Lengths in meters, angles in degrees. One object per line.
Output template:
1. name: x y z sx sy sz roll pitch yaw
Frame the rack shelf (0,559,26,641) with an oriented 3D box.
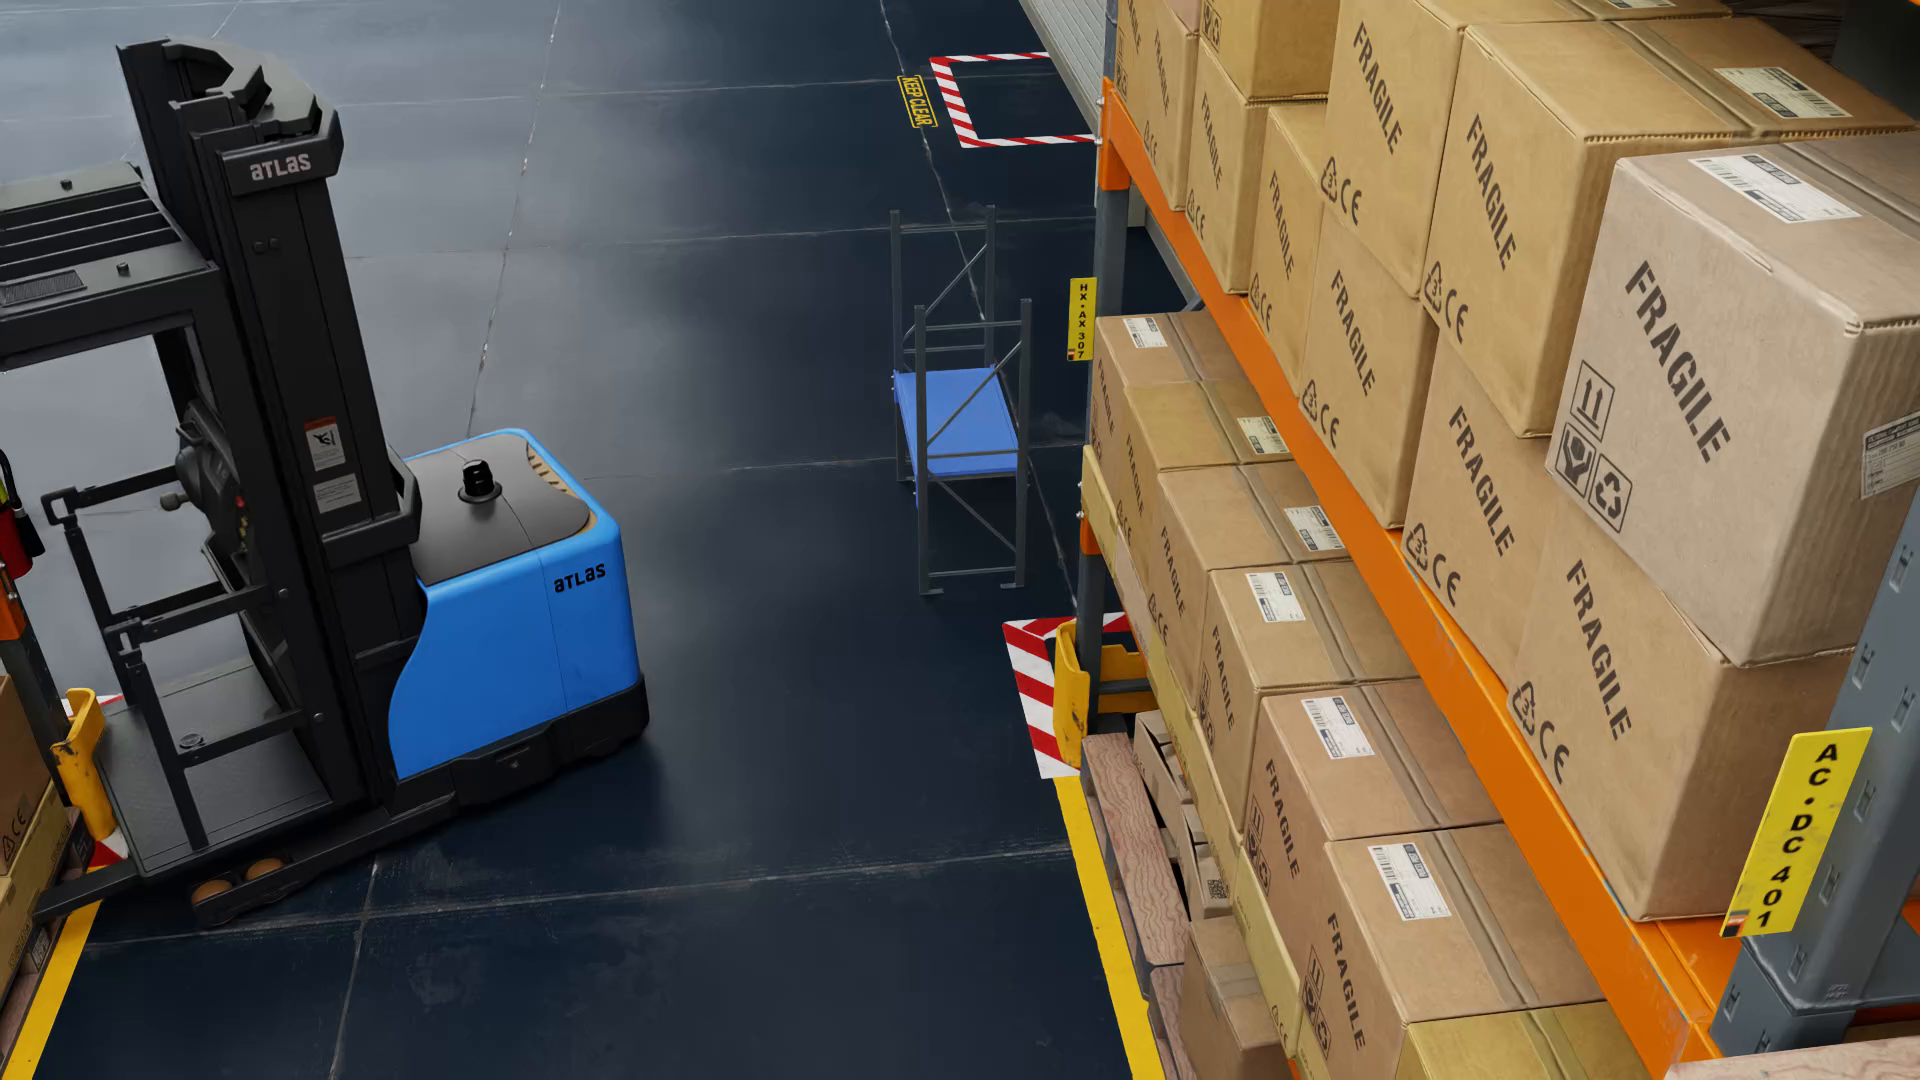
1. rack shelf: -3.660 1.315 4.296 1.077 0.370 4.000 -4 35 -6

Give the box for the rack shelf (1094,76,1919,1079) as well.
1. rack shelf: 1.248 -0.302 4.004 1.077 0.370 4.000 -4 35 -6

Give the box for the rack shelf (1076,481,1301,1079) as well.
1. rack shelf: 1.248 0.938 4.849 1.077 0.370 4.000 -4 35 -6

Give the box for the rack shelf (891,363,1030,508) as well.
1. rack shelf: -0.011 -0.519 7.999 0.538 0.185 1.000 -4 35 -6

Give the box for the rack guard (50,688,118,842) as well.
1. rack guard: -3.932 0.921 6.454 1.175 0.500 0.348 -4 35 -6

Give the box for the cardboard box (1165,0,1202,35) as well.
1. cardboard box: 0.808 -1.661 4.365 0.500 0.500 0.500 -5 35 -7

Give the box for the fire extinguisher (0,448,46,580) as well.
1. fire extinguisher: -3.484 -0.167 5.901 0.296 0.674 0.183 -4 35 -6

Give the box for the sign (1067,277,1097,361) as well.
1. sign: 0.442 -0.792 5.980 0.100 0.325 0.005 -4 35 -6

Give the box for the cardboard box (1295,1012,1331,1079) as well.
1. cardboard box: 1.094 1.290 3.809 0.500 0.250 0.500 -4 35 -6

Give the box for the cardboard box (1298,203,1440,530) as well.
1. cardboard box: 1.037 -0.385 3.381 0.500 0.500 0.500 -6 35 -8

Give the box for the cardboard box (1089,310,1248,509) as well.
1. cardboard box: 0.746 -0.443 5.685 0.500 0.500 0.500 -4 35 -6

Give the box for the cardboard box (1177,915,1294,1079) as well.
1. cardboard box: 1.109 1.500 5.215 0.700 0.500 0.500 -6 35 -9

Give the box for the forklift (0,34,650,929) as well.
1. forklift: -2.807 -0.125 5.831 3.031 2.935 1.130 -22 40 -28

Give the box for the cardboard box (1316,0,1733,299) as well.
1. cardboard box: 1.016 -0.800 3.103 0.500 0.500 0.500 -6 35 -8

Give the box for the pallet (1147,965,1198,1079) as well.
1. pallet: 1.225 1.854 5.341 1.003 0.211 1.213 -4 35 -6

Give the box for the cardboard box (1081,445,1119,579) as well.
1. cardboard box: 0.730 -0.126 5.886 0.500 0.250 0.500 -5 35 -8

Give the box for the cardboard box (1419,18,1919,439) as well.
1. cardboard box: 1.097 -0.511 2.679 0.500 0.500 0.500 -3 34 -4

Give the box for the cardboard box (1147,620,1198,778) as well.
1. cardboard box: 0.877 0.448 5.045 0.500 0.250 0.500 -5 35 -7

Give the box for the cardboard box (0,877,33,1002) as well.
1. cardboard box: -3.485 1.419 5.572 0.500 0.250 0.500 -4 35 -6

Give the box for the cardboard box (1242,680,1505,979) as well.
1. cardboard box: 1.017 0.700 4.009 0.500 0.500 0.500 -5 35 -8

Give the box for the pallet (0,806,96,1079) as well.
1. pallet: -3.785 1.477 5.894 1.003 0.211 1.213 -4 35 -6

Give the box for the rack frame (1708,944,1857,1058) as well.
1. rack frame: 1.517 1.757 3.009 1.000 3.000 0.127 -4 35 -6

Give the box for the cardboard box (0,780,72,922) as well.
1. cardboard box: -3.564 1.141 5.980 0.500 0.250 0.500 -4 35 -6

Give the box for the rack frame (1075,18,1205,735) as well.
1. rack frame: 0.979 -0.476 6.284 1.000 3.000 0.127 -4 35 -6

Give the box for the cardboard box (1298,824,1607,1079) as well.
1. cardboard box: 1.074 0.982 3.595 0.500 0.500 0.500 -5 35 -7

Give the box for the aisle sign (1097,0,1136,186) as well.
1. aisle sign: 0.672 -1.567 5.578 0.394 0.787 0.004 -4 35 -6

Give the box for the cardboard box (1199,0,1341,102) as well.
1. cardboard box: 0.888 -1.376 3.947 0.500 0.500 0.500 -3 34 -5

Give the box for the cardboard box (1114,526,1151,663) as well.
1. cardboard box: 0.814 0.163 5.462 0.500 0.250 0.500 -5 35 -8

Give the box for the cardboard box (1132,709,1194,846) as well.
1. cardboard box: 0.983 0.847 6.341 0.500 0.311 0.500 -8 35 -12

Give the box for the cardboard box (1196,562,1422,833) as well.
1. cardboard box: 0.947 0.410 4.434 0.500 0.500 0.500 -3 34 -5

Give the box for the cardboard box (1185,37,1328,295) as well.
1. cardboard box: 0.887 -0.967 4.236 0.500 0.500 0.500 -3 34 -4

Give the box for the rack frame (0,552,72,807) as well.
1. rack frame: -3.929 -0.098 5.731 1.000 3.000 0.127 -4 35 -6

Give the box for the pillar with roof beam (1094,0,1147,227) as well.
1. pillar with roof beam: -3.142 -5.652 8.552 9.100 9.000 0.400 -4 35 -6

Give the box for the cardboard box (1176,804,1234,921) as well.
1. cardboard box: 1.060 1.165 5.874 0.500 0.311 0.500 -2 34 -2

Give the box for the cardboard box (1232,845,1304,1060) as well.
1. cardboard box: 1.011 1.011 4.219 0.500 0.250 0.500 -5 35 -7

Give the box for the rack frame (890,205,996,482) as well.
1. rack frame: -0.080 -0.951 8.314 0.500 1.500 0.032 -4 35 -6

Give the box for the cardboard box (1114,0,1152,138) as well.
1. cardboard box: 0.777 -1.559 5.104 0.500 0.500 0.500 -4 34 -5

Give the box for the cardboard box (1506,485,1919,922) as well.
1. cardboard box: 1.204 0.203 2.518 0.500 0.500 0.500 -3 34 -5

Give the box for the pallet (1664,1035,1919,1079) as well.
1. pallet: 1.495 0.947 1.700 1.213 0.211 1.003 -4 35 -6

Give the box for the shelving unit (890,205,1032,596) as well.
1. shelving unit: -0.011 -0.667 7.897 0.538 1.500 1.048 -4 35 -6

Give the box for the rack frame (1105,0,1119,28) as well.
1. rack frame: 0.979 -2.955 4.595 1.000 3.000 0.127 -4 35 -6

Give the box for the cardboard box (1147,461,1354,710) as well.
1. cardboard box: 0.865 0.123 4.856 0.500 0.500 0.500 -5 35 -8

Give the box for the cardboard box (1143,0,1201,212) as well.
1. cardboard box: 0.813 -1.257 4.660 0.500 0.500 0.500 -2 34 -3

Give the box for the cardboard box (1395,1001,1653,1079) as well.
1. cardboard box: 1.147 1.260 3.187 0.500 0.500 0.500 -4 35 -6

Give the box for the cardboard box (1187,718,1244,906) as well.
1. cardboard box: 0.943 0.730 4.630 0.500 0.250 0.500 -4 34 -6

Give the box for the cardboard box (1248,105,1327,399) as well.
1. cardboard box: 0.980 -0.670 3.799 0.500 0.500 0.500 -2 34 -3

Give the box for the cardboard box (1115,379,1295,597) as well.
1. cardboard box: 0.802 -0.166 5.280 0.500 0.500 0.500 -4 35 -6

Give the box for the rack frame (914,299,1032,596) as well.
1. rack frame: 0.057 -0.384 7.481 0.500 1.500 0.032 -4 35 -6

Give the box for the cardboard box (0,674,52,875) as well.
1. cardboard box: -3.562 0.831 5.770 0.500 0.500 0.500 -4 35 -6

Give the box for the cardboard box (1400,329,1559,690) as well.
1. cardboard box: 1.149 -0.079 2.932 0.500 0.500 0.500 -7 35 -10

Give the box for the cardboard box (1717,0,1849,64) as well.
1. cardboard box: 1.485 -1.095 3.536 0.500 0.500 0.500 -4 35 -6

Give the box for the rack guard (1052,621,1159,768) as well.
1. rack guard: 0.990 0.600 6.926 1.175 0.500 0.348 -4 35 -6

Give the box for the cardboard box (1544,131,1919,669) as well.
1. cardboard box: 1.181 -0.205 2.229 0.500 0.500 0.500 -7 35 -10

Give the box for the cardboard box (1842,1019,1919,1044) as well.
1. cardboard box: 1.661 1.222 3.242 0.500 0.500 0.500 -5 35 -7

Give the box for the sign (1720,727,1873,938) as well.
1. sign: 0.981 0.349 1.952 0.100 0.325 0.005 -4 35 -6

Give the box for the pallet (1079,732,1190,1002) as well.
1. pallet: 1.064 1.175 6.338 1.003 0.211 1.213 -4 35 -6

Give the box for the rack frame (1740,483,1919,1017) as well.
1. rack frame: 1.517 -0.723 1.319 1.000 3.000 0.127 -4 35 -6
